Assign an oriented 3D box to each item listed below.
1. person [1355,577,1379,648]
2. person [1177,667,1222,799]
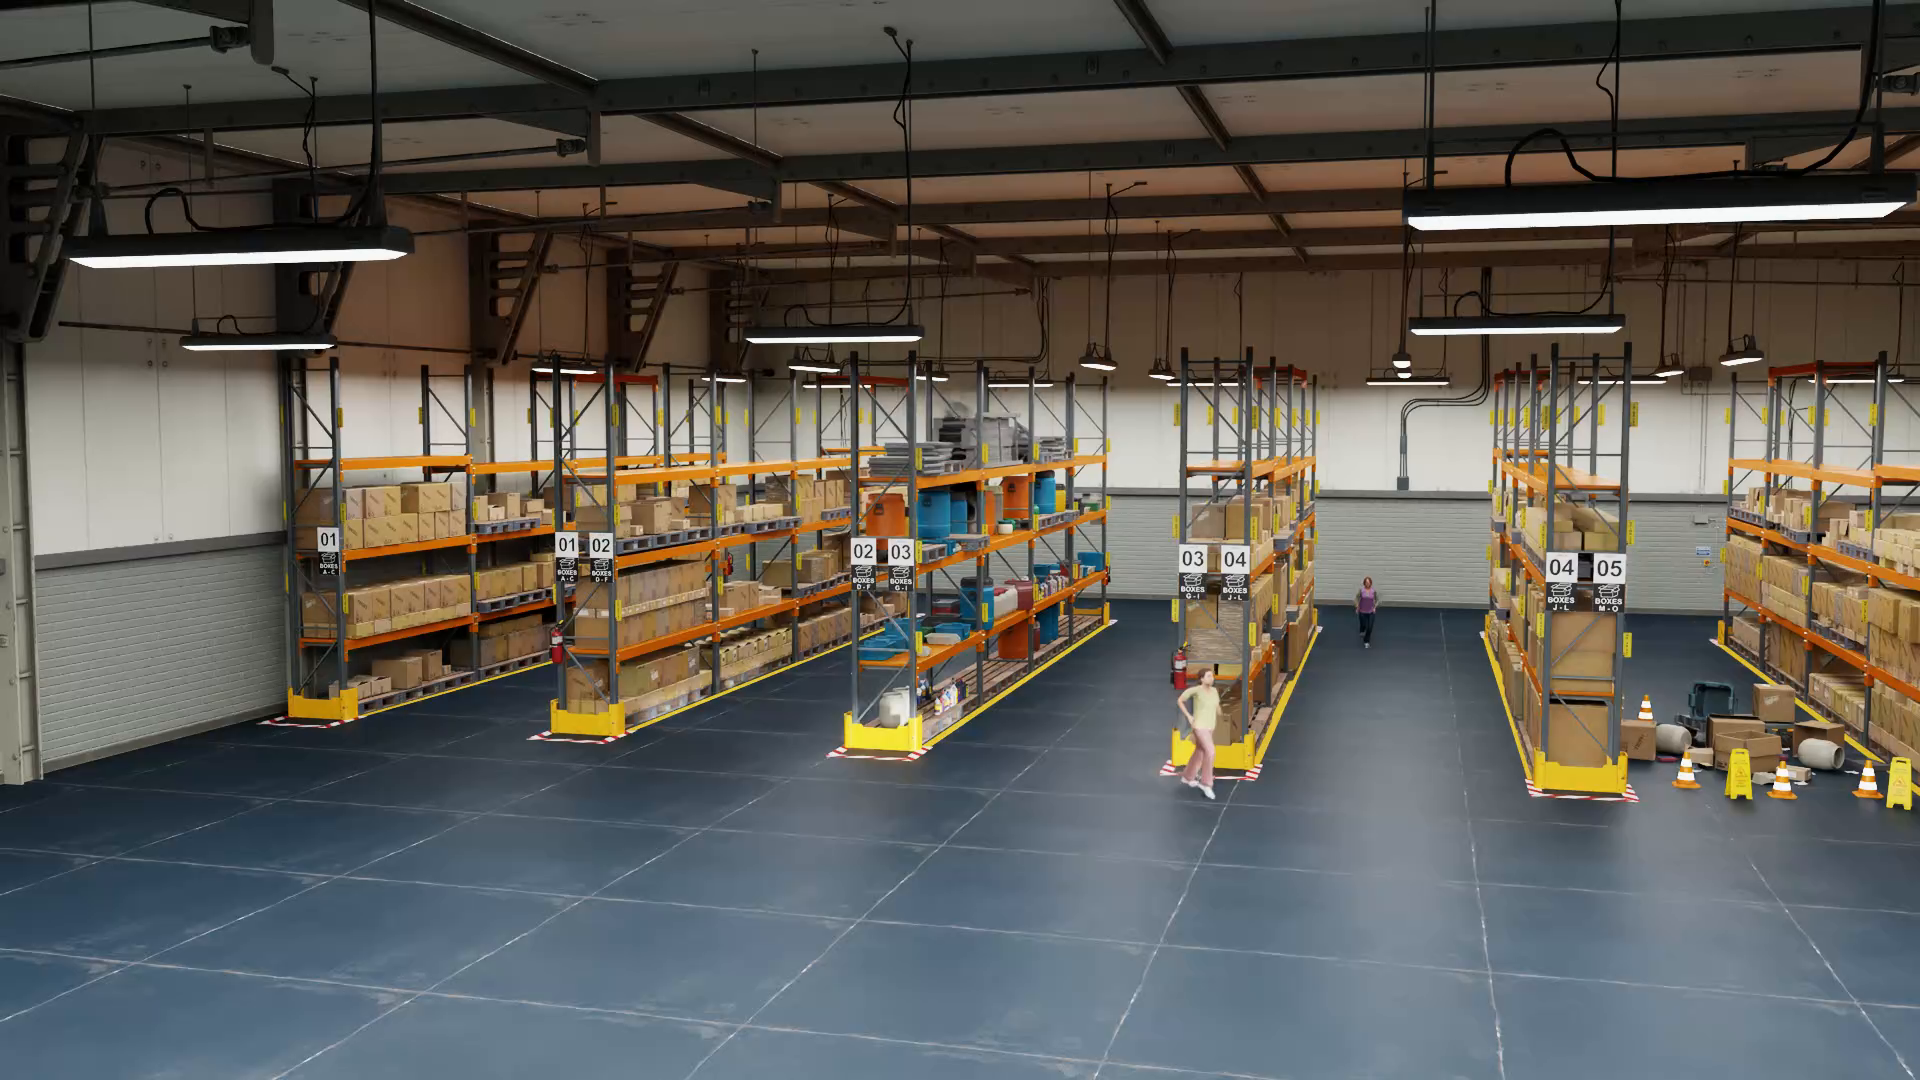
[{"bbox_3d":[8.888,1.580,36.329,0.523,1.537,0.574,1,4,10],"label":"person"},{"bbox_3d":[3.210,2.545,22.157,0.565,1.727,0.679,-3,5,-40],"label":"person"}]
